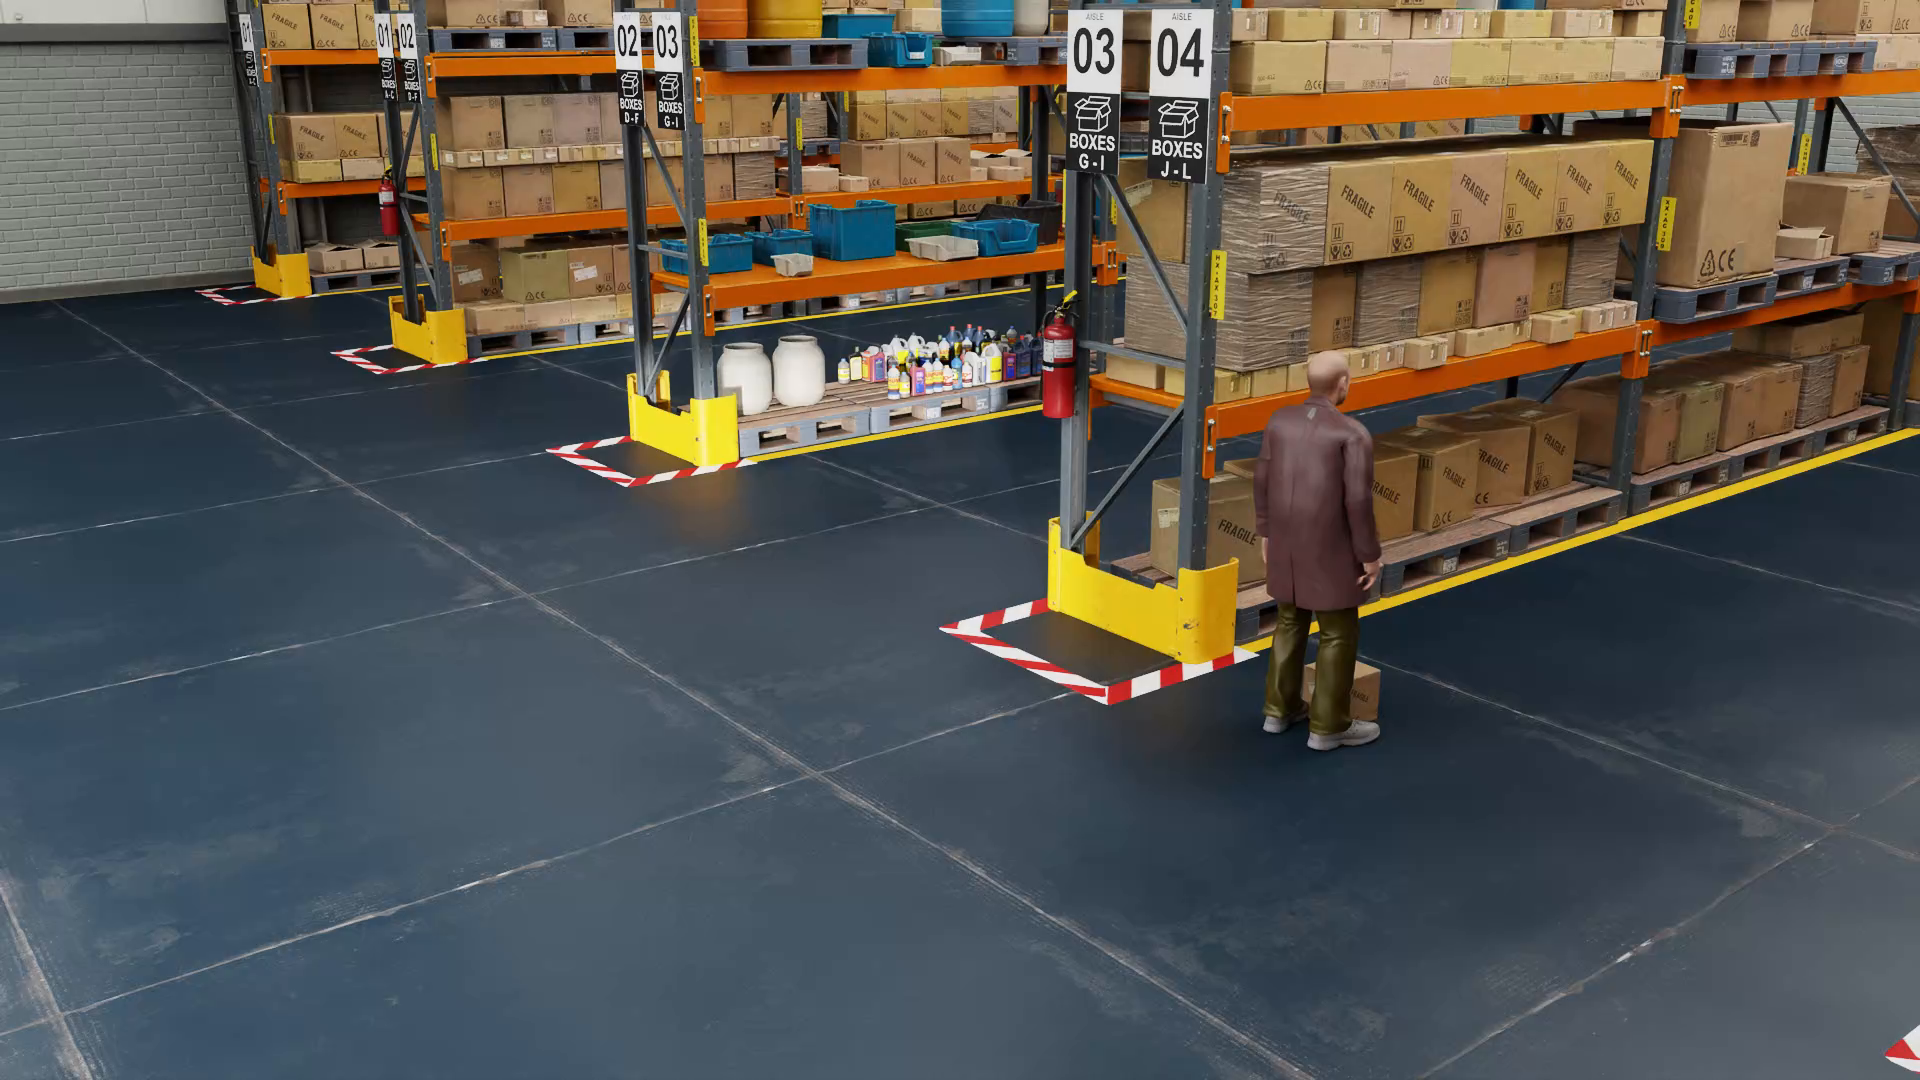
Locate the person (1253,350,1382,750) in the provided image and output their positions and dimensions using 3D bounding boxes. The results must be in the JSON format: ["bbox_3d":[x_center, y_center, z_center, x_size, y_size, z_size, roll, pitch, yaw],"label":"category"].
[{"bbox_3d":[1.593,0.035,7.463,0.420,1.774,0.654,-15,23,-39],"label":"person"}]
